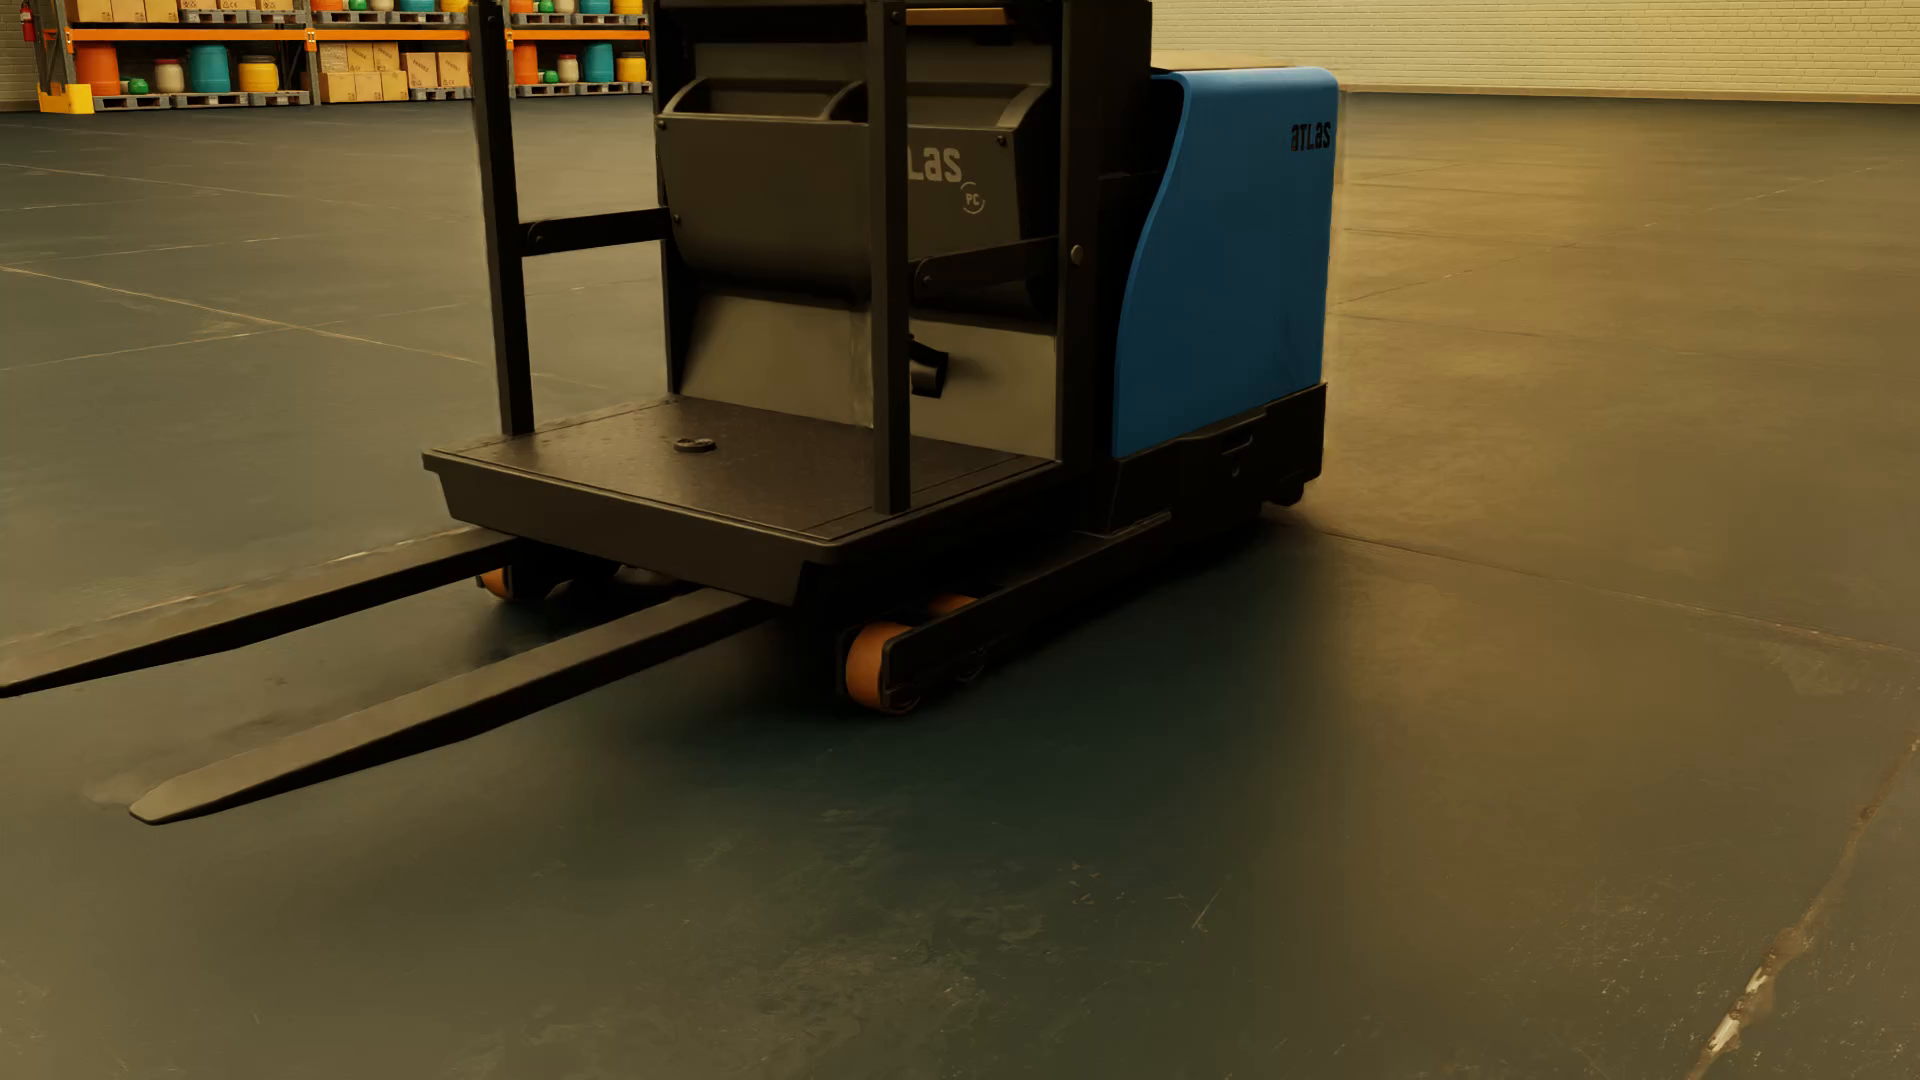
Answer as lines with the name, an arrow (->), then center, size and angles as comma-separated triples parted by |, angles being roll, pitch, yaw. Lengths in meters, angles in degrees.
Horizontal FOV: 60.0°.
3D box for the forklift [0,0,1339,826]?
forklift -> -0.356, -1.254, 3.028 | 1.130, 2.935, 3.031 | 12, 21, 35
